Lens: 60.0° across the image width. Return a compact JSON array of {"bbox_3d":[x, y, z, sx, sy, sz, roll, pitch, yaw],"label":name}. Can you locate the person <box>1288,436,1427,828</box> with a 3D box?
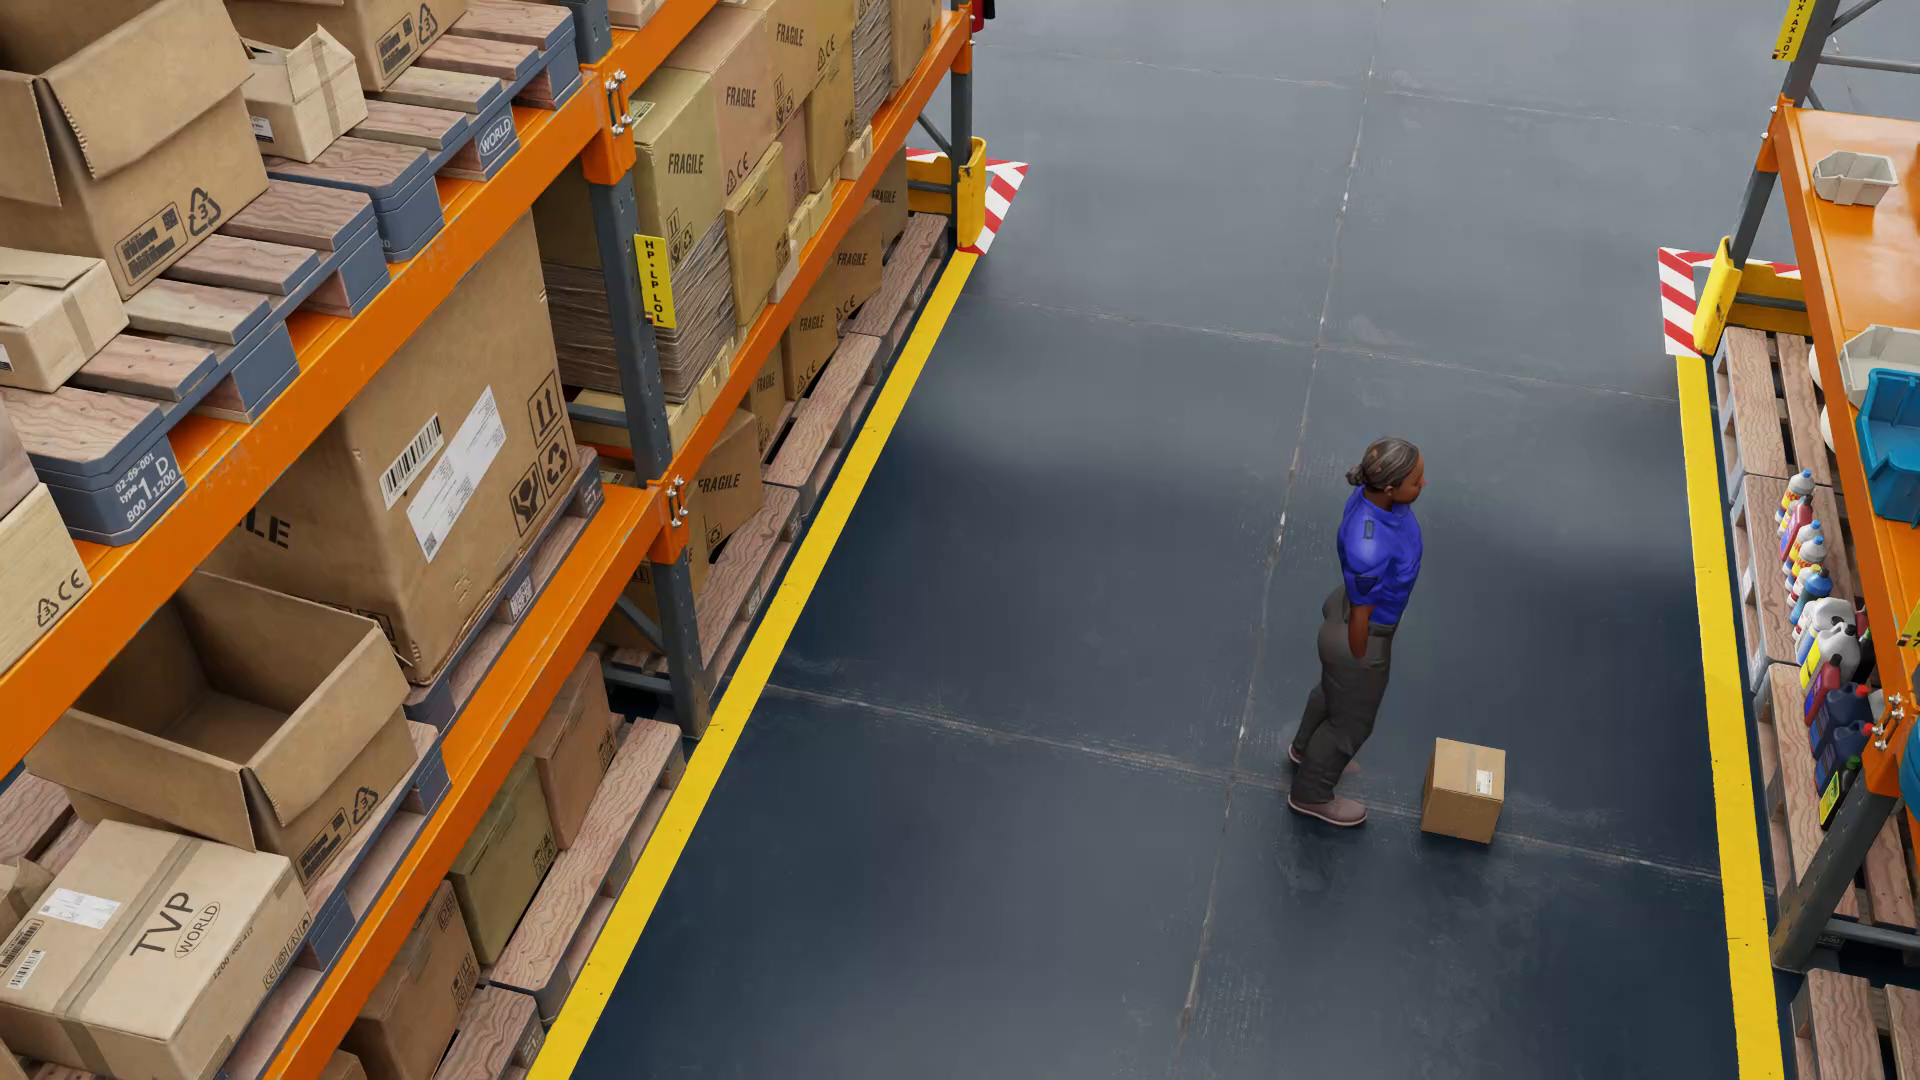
[{"bbox_3d":[1.400,0.321,5.821,0.328,1.684,0.437,11,42,12],"label":"person"}]
